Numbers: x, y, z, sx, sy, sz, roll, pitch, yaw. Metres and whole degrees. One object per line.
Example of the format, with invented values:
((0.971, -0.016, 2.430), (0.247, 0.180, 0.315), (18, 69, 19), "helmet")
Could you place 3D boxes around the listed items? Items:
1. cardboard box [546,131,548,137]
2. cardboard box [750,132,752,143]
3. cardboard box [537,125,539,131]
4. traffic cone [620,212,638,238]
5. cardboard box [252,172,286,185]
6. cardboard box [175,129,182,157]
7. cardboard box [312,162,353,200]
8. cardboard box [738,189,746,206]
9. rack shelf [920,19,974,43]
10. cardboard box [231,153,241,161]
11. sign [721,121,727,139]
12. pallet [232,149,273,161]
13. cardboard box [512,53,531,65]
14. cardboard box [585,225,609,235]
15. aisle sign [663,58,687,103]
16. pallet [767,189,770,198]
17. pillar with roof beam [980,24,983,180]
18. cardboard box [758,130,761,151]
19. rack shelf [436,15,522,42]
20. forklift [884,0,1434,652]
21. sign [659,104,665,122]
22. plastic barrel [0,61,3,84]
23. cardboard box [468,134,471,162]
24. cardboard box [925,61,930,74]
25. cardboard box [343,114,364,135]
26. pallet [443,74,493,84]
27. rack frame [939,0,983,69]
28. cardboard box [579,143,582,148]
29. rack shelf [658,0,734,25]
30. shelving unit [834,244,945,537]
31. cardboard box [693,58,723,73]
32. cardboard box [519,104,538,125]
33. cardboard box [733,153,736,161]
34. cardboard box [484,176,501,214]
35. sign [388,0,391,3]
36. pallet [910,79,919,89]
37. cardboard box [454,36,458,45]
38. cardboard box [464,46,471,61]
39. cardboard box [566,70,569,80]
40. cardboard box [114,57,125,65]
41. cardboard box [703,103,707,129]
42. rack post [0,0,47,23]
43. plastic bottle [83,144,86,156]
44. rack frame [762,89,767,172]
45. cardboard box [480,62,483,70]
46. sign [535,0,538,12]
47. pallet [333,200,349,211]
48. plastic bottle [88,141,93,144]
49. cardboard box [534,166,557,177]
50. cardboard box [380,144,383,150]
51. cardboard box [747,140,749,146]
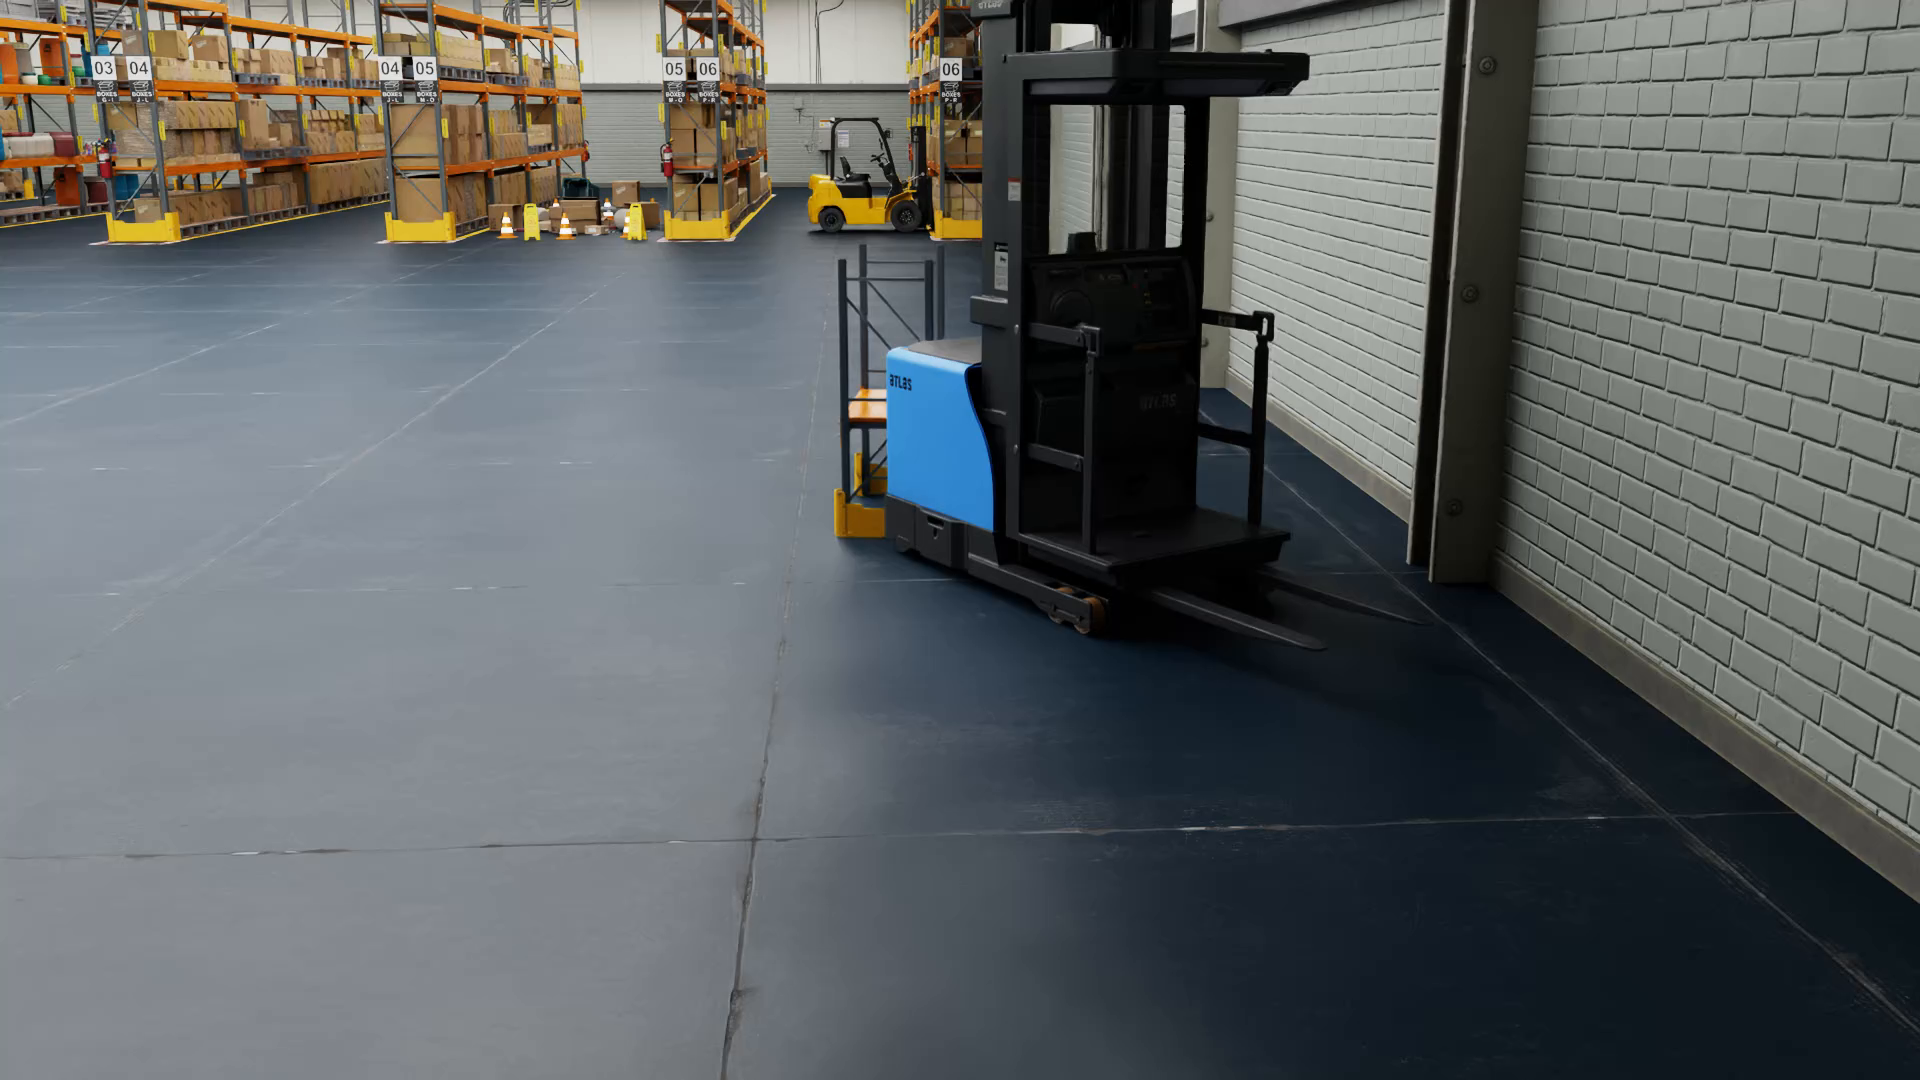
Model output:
((-10.253, -9.883, 40.482), (0.380, 0.149, 0.250), (0, 14, -1), "cardboard box")
((-5.139, -9.415, 38.896), (0.500, 0.250, 0.500), (-1, 14, -2), "cardboard box")
((-10.187, -9.762, 39.416), (0.380, 0.149, 0.250), (-1, 14, -4), "cardboard box")
((-6.141, -5.856, 30.857), (0.336, 0.463, 0.334), (-1, 14, -3), "traffic cone")
((-15.099, -7.902, 36.346), (0.500, 0.250, 0.500), (1, 14, 3), "cardboard box")
((-14.875, -7.297, 30.568), (0.875, 0.500, 0.500), (-1, 14, -3), "cardboard box")
((-15.346, -8.622, 39.939), (1.225, 0.875, 0.875), (-1, 14, -5), "cardboard box")
((-5.244, -7.594, 36.951), (0.950, 0.372, 0.625), (-1, 14, -5), "cardboard box")
((-0.245, -10.930, 35.696), (1.077, 0.370, 4.000), (-1, 14, -3), "rack shelf")
((-14.659, -7.669, 33.316), (0.380, 0.149, 0.250), (-1, 14, -3), "cardboard box")
((-4.285, -7.425, 30.128), (0.100, 0.325, 0.005), (-1, 14, -3), "sign")
((-14.868, -7.939, 34.246), (1.003, 0.211, 1.213), (-1, 14, -3), "pallet")
((-10.094, -11.053, 38.209), (0.396, 0.266, 0.258), (-1, 14, -3), "cardboard box")
((-6.924, -5.911, 31.703), (0.380, 0.149, 0.250), (7, 16, 26), "cardboard box")
((-5.113, -8.237, 29.802), (0.394, 0.787, 0.004), (-1, 14, -3), "aisle sign")
((-5.691, -9.428, 45.248), (1.003, 0.211, 1.213), (-1, 14, -3), "pallet")
((-3.685, -11.593, 36.025), (9.100, 9.000, 0.400), (-1, 14, -3), "pillar with roof beam")
((-5.338, -10.151, 42.259), (0.500, 0.500, 0.500), (0, 14, -2), "cardboard box")
((-10.133, -10.751, 35.000), (1.077, 0.370, 4.000), (-1, 14, -3), "rack shelf")
((0.835, -1.135, 7.555), (1.130, 2.935, 3.031), (-9, 17, -32), "forklift")
((-5.382, -7.708, 30.005), (0.100, 0.325, 0.005), (-1, 14, -3), "sign")
((-20.238, -9.907, 34.484), (0.600, 0.901, 0.708), (-1, 14, -3), "plastic barrel")
((-10.002, -7.599, 32.241), (0.875, 0.550, 0.550), (-1, 14, -3), "cardboard box")
((-0.504, -10.380, 36.087), (0.500, 0.500, 0.500), (-1, 14, -2), "cardboard box")
((-15.236, -10.387, 41.574), (0.500, 0.500, 0.500), (-1, 14, -3), "cardboard box")
((-10.115, -9.478, 34.208), (0.805, 0.209, 1.217), (-1, 15, -6), "pallet")
((0.127, -9.980, 29.757), (1.000, 3.000, 0.127), (-1, 14, -3), "rack frame")
((-10.450, -10.677, 45.007), (0.380, 0.149, 0.250), (-1, 14, -3), "cardboard box")
((-4.951, -10.050, 31.479), (1.077, 0.370, 4.000), (-1, 14, -3), "rack shelf")
((-0.366, -0.877, 9.425), (0.587, 1.500, 1.083), (1, 14, 3), "shelving unit")
((-4.592, -8.651, 30.313), (0.500, 0.250, 0.500), (-1, 14, -4), "cardboard box")
((-10.804, -10.670, 41.671), (0.500, 0.500, 0.500), (-1, 14, -5), "cardboard box")
((-4.728, -7.733, 33.567), (0.380, 0.149, 0.250), (-1, 14, -2), "cardboard box")
((-10.137, -7.158, 34.497), (1.050, 0.750, 0.750), (-1, 14, -4), "cardboard box")
((-15.167, -14.225, 44.219), (0.100, 0.325, 0.005), (-1, 14, -3), "sign")
((-0.579, -11.000, 40.116), (1.213, 0.211, 1.003), (-1, 14, -3), "pallet")
((-9.542, -9.269, 30.872), (0.380, 0.149, 0.250), (-1, 14, -4), "cardboard box")
((-9.662, -9.298, 31.785), (0.500, 0.250, 0.500), (-1, 14, -4), "cardboard box")
((-10.389, -12.006, 42.948), (0.500, 0.250, 0.500), (-2, 15, -6), "cardboard box")
((-15.047, -8.482, 29.453), (0.380, 0.149, 0.250), (-1, 14, -3), "cardboard box")
((-5.100, -7.924, 30.999), (0.700, 0.500, 0.500), (-1, 14, -3), "cardboard box")
((-20.117, -11.253, 34.303), (1.013, 1.000, 3.121), (-1, 14, -3), "rack post")
((-19.841, -8.837, 37.611), (0.097, 0.271, 0.097), (0, 14, 0), "plastic bottle")
((-5.818, -10.977, 45.668), (1.000, 3.000, 0.127), (-1, 14, -3), "rack frame")
((-9.667, -9.388, 32.934), (0.380, 0.149, 0.250), (-1, 14, -4), "cardboard box")
((-11.294, -14.263, 44.367), (0.100, 0.325, 0.005), (-1, 14, -3), "sign")
((-15.260, -7.984, 39.632), (1.003, 0.211, 1.213), (-1, 14, -3), "pallet")
((-20.699, -9.341, 39.560), (0.152, 0.276, 0.135), (-1, 14, -3), "plastic bottle")
((-10.206, -9.055, 40.868), (0.500, 0.250, 0.500), (-1, 14, -5), "cardboard box")
((-15.264, -10.238, 43.303), (0.380, 0.149, 0.250), (-1, 14, -2), "cardboard box")
((-4.918, -8.863, 37.116), (0.380, 0.149, 0.250), (-1, 14, -4), "cardboard box")
